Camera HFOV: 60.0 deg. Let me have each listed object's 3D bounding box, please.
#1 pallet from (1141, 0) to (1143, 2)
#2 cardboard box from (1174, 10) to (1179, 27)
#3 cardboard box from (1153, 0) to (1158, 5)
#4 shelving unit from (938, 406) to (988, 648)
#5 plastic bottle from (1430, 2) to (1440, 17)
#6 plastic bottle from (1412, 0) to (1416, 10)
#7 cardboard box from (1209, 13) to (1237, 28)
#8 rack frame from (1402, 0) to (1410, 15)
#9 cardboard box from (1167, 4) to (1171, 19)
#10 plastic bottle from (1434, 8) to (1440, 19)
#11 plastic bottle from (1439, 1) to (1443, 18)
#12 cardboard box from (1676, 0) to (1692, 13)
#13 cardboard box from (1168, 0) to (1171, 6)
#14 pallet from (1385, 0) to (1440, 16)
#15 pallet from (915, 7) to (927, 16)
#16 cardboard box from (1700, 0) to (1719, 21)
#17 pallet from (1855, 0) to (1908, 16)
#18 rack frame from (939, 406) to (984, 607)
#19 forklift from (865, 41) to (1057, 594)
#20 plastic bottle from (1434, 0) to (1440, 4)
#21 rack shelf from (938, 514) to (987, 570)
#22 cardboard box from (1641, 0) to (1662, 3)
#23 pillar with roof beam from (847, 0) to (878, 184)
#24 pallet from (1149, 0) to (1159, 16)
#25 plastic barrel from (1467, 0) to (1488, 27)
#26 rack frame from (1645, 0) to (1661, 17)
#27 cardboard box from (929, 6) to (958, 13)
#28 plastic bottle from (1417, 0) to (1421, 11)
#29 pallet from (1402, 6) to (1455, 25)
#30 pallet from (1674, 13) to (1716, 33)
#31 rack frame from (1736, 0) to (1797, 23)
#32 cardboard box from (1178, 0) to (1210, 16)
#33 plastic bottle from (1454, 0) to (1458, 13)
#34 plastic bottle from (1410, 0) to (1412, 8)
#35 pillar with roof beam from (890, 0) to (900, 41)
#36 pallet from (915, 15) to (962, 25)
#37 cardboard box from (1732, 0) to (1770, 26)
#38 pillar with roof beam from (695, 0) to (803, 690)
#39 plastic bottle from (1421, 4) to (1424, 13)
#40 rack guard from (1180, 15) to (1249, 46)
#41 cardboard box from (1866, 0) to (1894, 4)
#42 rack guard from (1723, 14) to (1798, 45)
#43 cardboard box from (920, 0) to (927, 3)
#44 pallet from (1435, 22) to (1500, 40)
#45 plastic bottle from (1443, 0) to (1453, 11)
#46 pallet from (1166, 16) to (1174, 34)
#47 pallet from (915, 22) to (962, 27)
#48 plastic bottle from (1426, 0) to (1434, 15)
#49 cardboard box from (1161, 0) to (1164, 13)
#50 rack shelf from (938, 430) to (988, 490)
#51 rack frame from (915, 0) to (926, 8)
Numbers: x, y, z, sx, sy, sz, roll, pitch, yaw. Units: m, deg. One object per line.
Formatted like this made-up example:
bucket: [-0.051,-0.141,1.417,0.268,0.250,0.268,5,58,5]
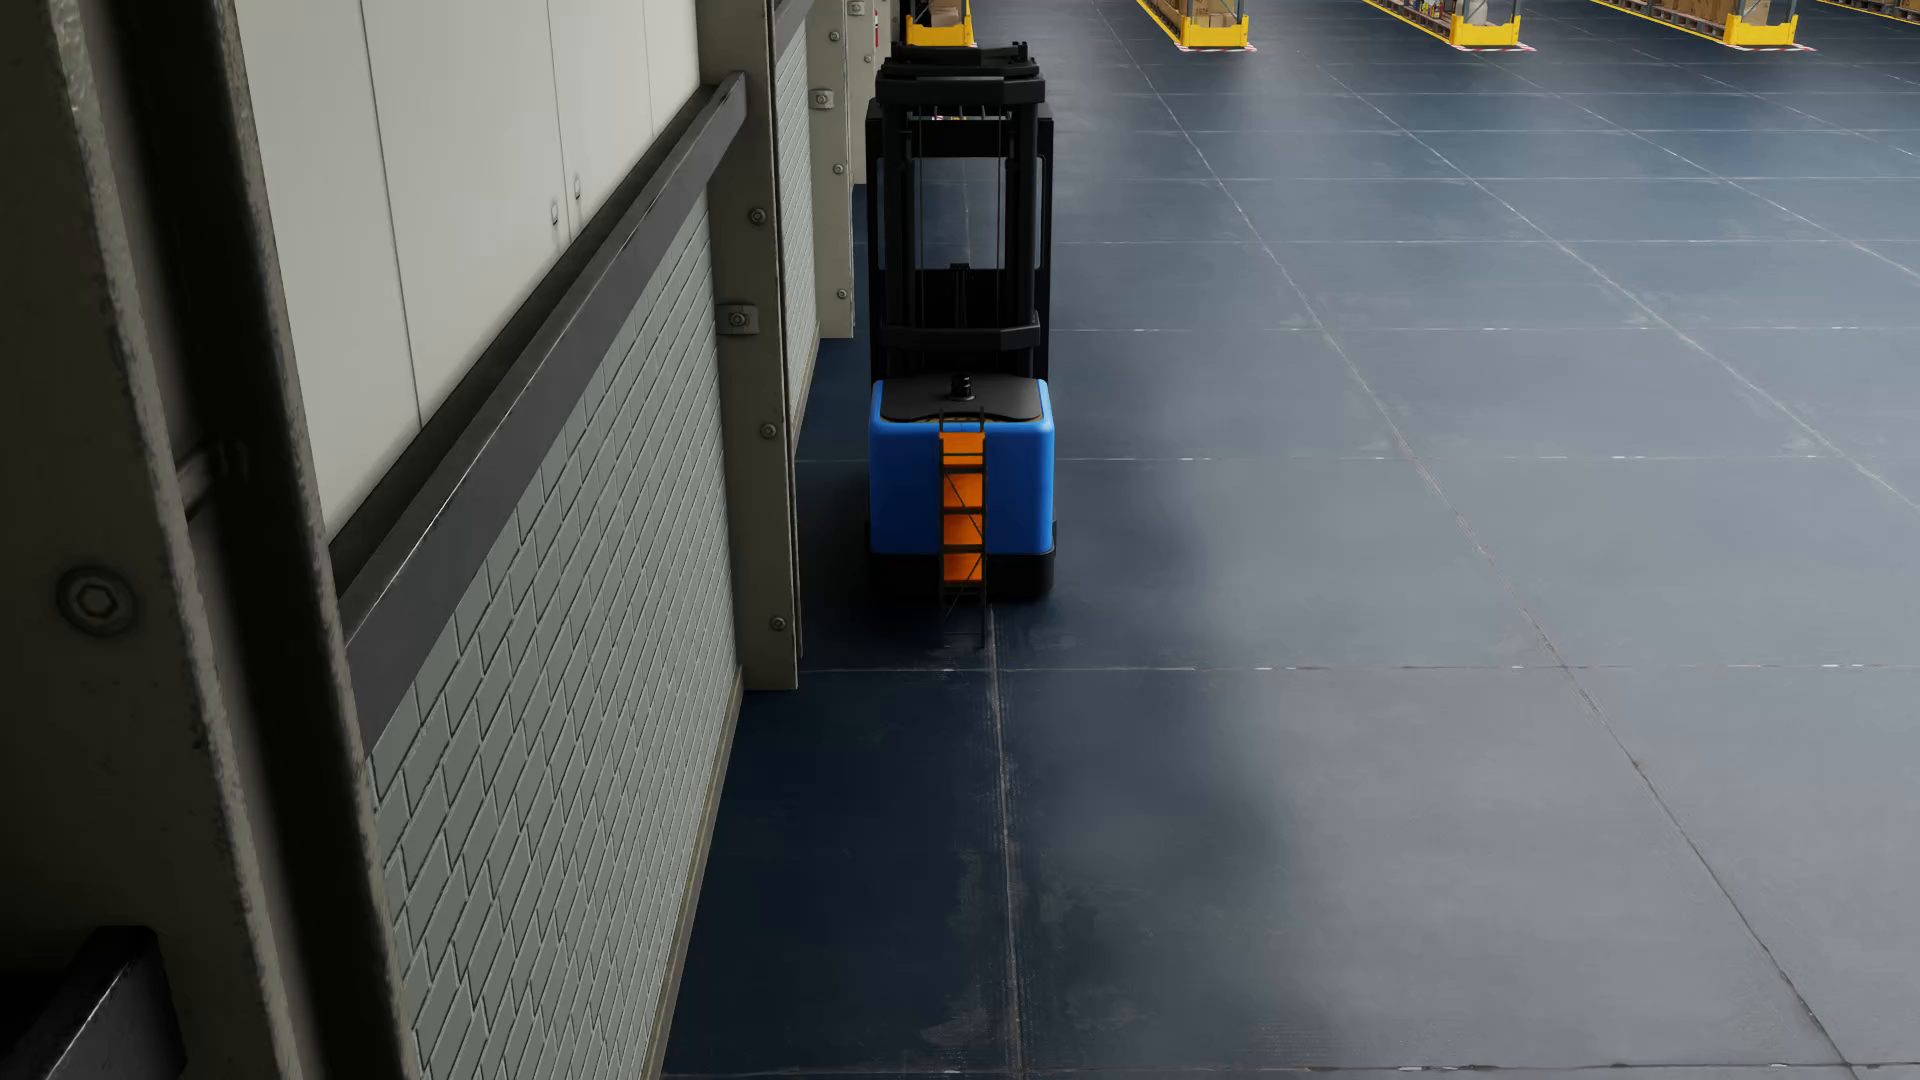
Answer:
pallet: [4.451,-11.994,36.514,1.003,0.211,1.213,0,24,-1]
cardboard box: [4.249,-9.672,30.822,0.500,0.250,0.500,0,24,-1]
cardboard box: [4.230,-11.064,33.900,0.500,0.250,0.500,0,24,-1]
shelving unit: [0.012,-0.068,8.944,0.258,1.200,0.503,0,24,-1]
plastic bottle: [9.087,-10.147,31.816,0.152,0.276,0.135,0,24,0]
plastic bottle: [9.073,-10.670,32.973,0.152,0.276,0.135,1,24,1]
cardboard box: [4.784,-9.468,30.372,0.500,0.250,0.500,0,24,-1]
rack frame: [9.477,-11.977,33.091,1.000,3.000,0.127,0,24,-1]
cardboard box: [4.238,-10.084,31.733,0.500,0.250,0.500,0,24,-1]
plastic bottle: [9.063,-10.009,31.601,0.097,0.201,0.097,0,24,0]
plastic bottle: [9.194,-10.151,31.816,0.061,0.283,0.133,0,24,-1]
cardboard box: [14.408,-10.650,32.682,0.500,0.500,0.500,8,25,16]
cardboard box: [4.235,-10.426,31.578,0.500,0.500,0.500,0,24,-1]
pallet: [9.430,-11.030,34.381,1.003,0.211,1.213,0,24,-1]
pallet: [-0.386,-10.385,32.956,1.003,0.211,1.213,0,24,-1]
cardboard box: [14.455,-10.165,31.608,0.500,0.500,0.500,2,24,4]
pallet: [19.307,-11.027,34.374,1.003,0.211,1.213,0,24,-1]
rack frame: [0.009,-0.169,9.166,0.240,1.200,0.015,0,24,-1]
forklift: [-0.006,-1.592,10.213,1.130,2.935,3.031,0,24,-1]
plastic bottle: [9.226,-10.360,32.287,0.152,0.276,0.135,0,24,-1]
rack shelf: [0.012,-0.007,8.972,0.258,0.148,0.480,0,24,-1]
cardboard box: [14.445,-11.314,34.124,0.700,0.500,0.500,-2,24,-5]
pillar with roof beam: [3.178,-8.376,17.851,9.100,9.000,0.400,0,24,-1]
pallet: [4.477,-10.989,34.291,1.003,0.211,1.213,0,24,-1]
plastic barrel: [9.437,-9.657,30.472,0.421,0.512,0.421,0,24,0]
rack frame: [14.430,-11.999,33.140,1.000,3.000,0.127,0,24,-1]
cardboard box: [-0.309,-9.780,30.962,0.500,0.311,0.500,2,24,4]
plastic bottle: [9.073,-10.558,32.635,0.144,0.351,0.185,-1,24,-3]
pallet: [9.443,-10.429,33.053,1.003,0.211,1.213,0,24,-1]
pallet: [14.489,-9.948,31.989,1.003,0.211,1.213,0,24,-1]
rack frame: [14.474,-10.351,29.496,1.000,3.000,0.127,0,24,-1]
cardboard box: [4.265,-9.808,30.212,0.500,0.500,0.500,0,24,-1]
plastic bottle: [9.670,-10.396,32.357,0.061,0.283,0.133,0,24,-1]
plastic bottle: [9.044,-10.727,33.190,0.097,0.201,0.097,0,24,0]
pillar with roof beam: [3.047,-13.321,28.784,9.100,9.000,0.400,0,24,-1]
pallet: [-0.370,-9.881,31.841,1.003,0.211,1.213,0,24,-1]
cardboard box: [14.484,-9.660,30.493,0.500,0.500,0.500,4,25,9]
pillar with roof beam: [3.308,-3.432,6.918,9.100,9.000,0.400,0,24,-1]
plastic bottle: [9.053,-10.373,32.407,0.097,0.201,0.097,0,24,0]
rack guard: [4.568,-9.159,29.894,1.175,0.500,0.348,0,24,-1]
cardboard box: [19.294,-11.401,34.039,1.050,0.750,0.750,0,24,-1]
rack guard: [14.473,-9.243,30.080,1.175,0.500,0.348,0,24,-1]
cardboard box: [-0.454,-11.297,34.087,0.700,0.500,0.500,1,24,1]
pallet: [9.470,-9.424,30.830,1.003,0.211,1.213,0,24,-1]
plastic bottle: [9.627,-10.582,32.778,0.152,0.276,0.135,0,24,-1]
pallet: [4.507,-9.854,31.780,1.003,0.211,1.213,0,24,-1]
pallet: [-0.360,-9.380,30.732,1.003,0.211,1.213,0,24,-1]
plastic bottle: [9.080,-10.306,32.078,0.144,0.351,0.185,1,24,2]
cardboard box: [4.227,-10.496,32.644,0.500,0.250,0.500,0,24,-1]
rack shelf: [0.012,-0.426,8.782,0.258,0.148,0.480,0,24,-1]
rack frame: [-0.429,-11.932,32.992,1.000,3.000,0.127,0,24,-1]
